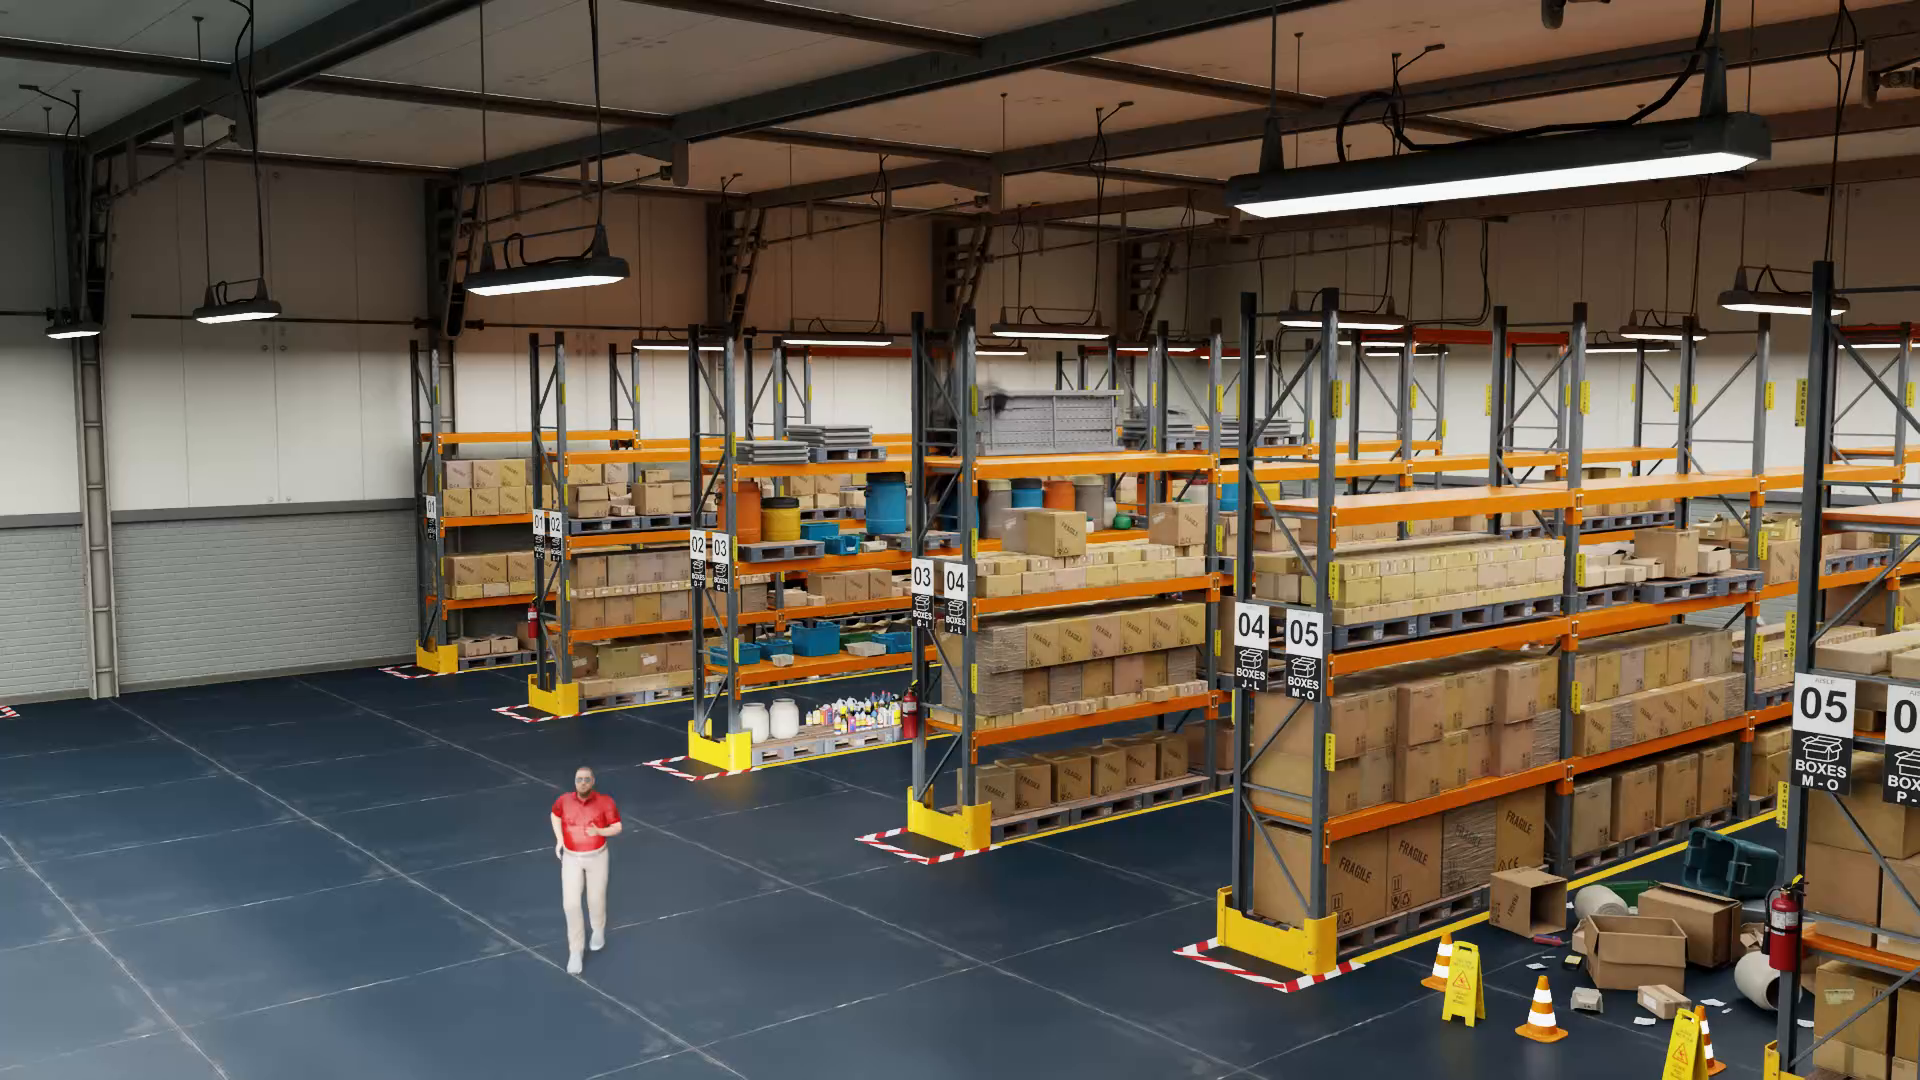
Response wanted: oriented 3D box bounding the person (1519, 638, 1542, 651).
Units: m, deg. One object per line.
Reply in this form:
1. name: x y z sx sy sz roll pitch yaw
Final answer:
1. person: 7.994 2.091 23.250 0.979 1.787 0.662 -5 7 -42

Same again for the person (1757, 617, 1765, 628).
1. person: 11.836 2.008 24.745 0.589 1.746 0.694 -4 7 -38

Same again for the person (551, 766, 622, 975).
1. person: -3.359 2.917 14.948 0.648 1.775 0.789 -1 5 -8
